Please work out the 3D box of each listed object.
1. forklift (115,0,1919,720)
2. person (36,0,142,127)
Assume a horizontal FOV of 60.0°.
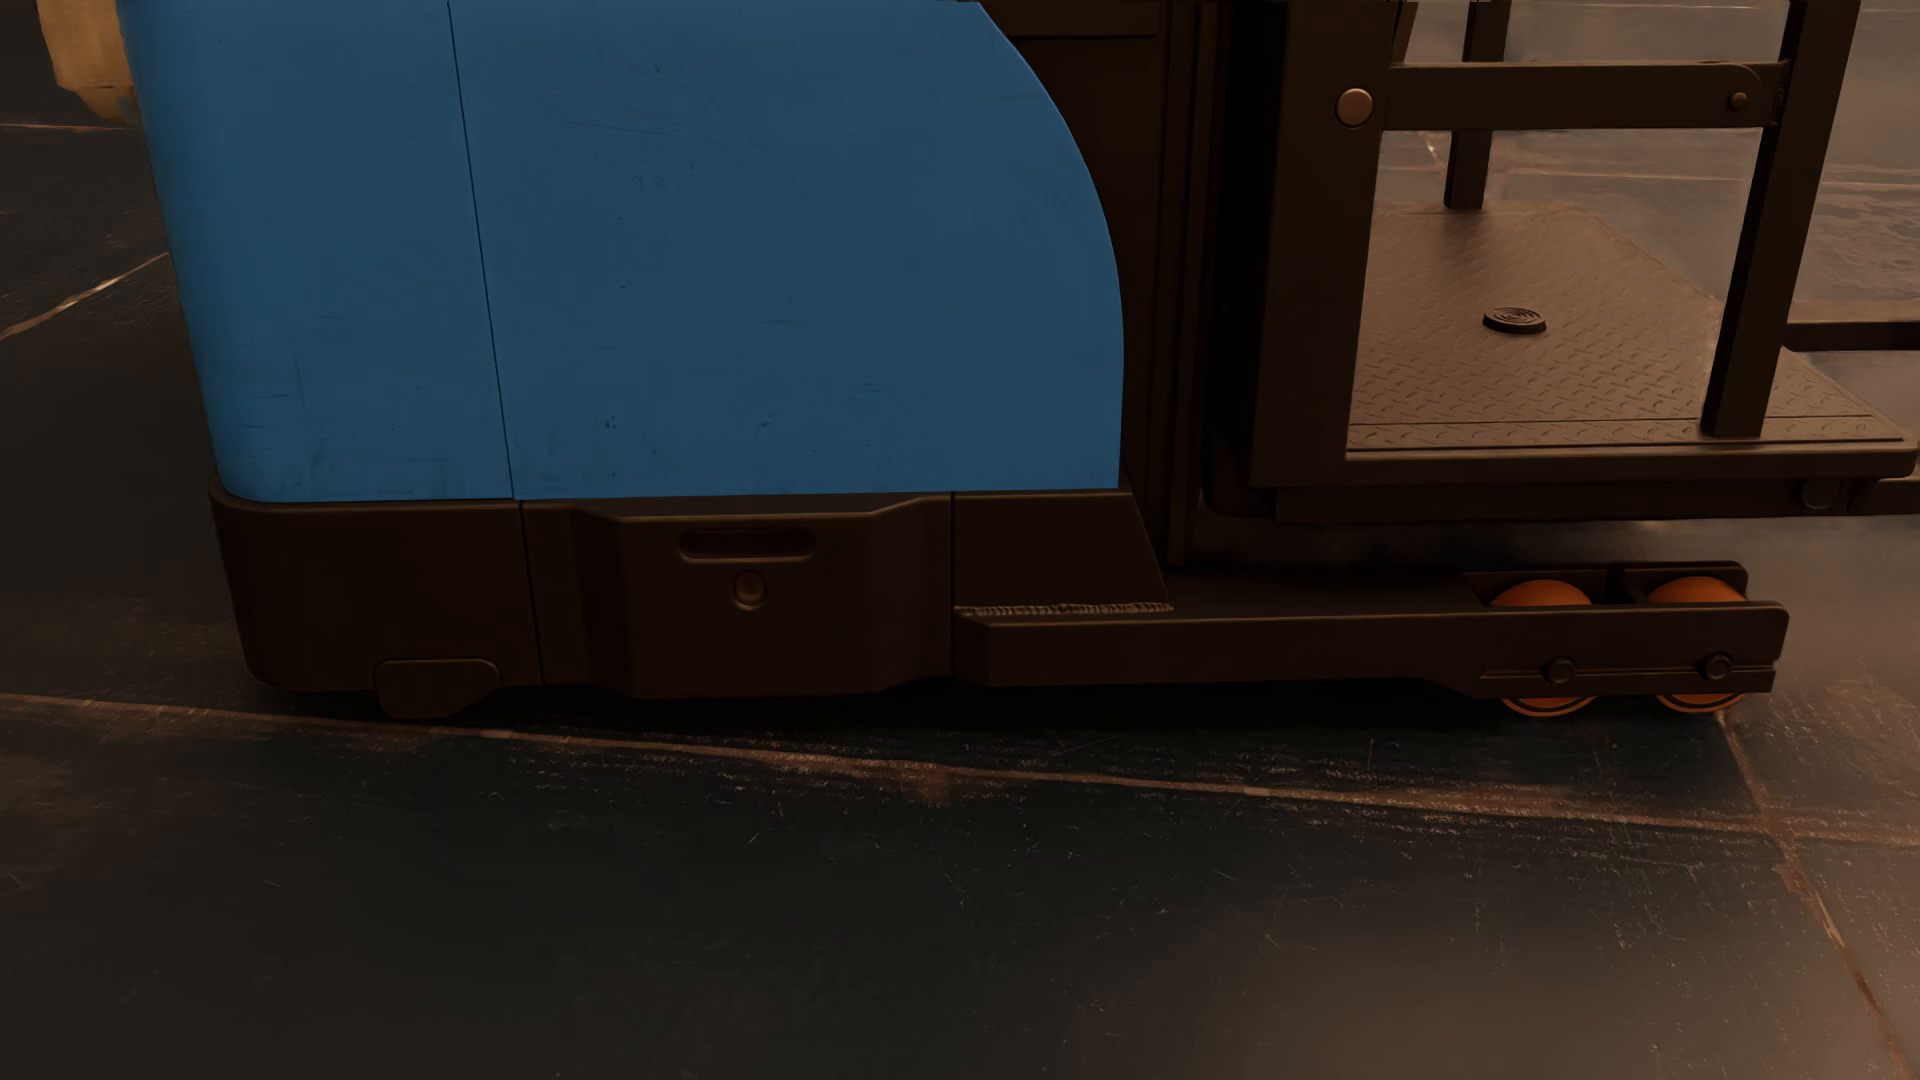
[{"bbox_3d":[0.612,-1.329,1.881,3.031,2.935,1.130,-1,27,-2],"label":"forklift"},{"bbox_3d":[-1.409,-0.958,2.960,1.134,1.358,0.827,5,27,10],"label":"person"}]
